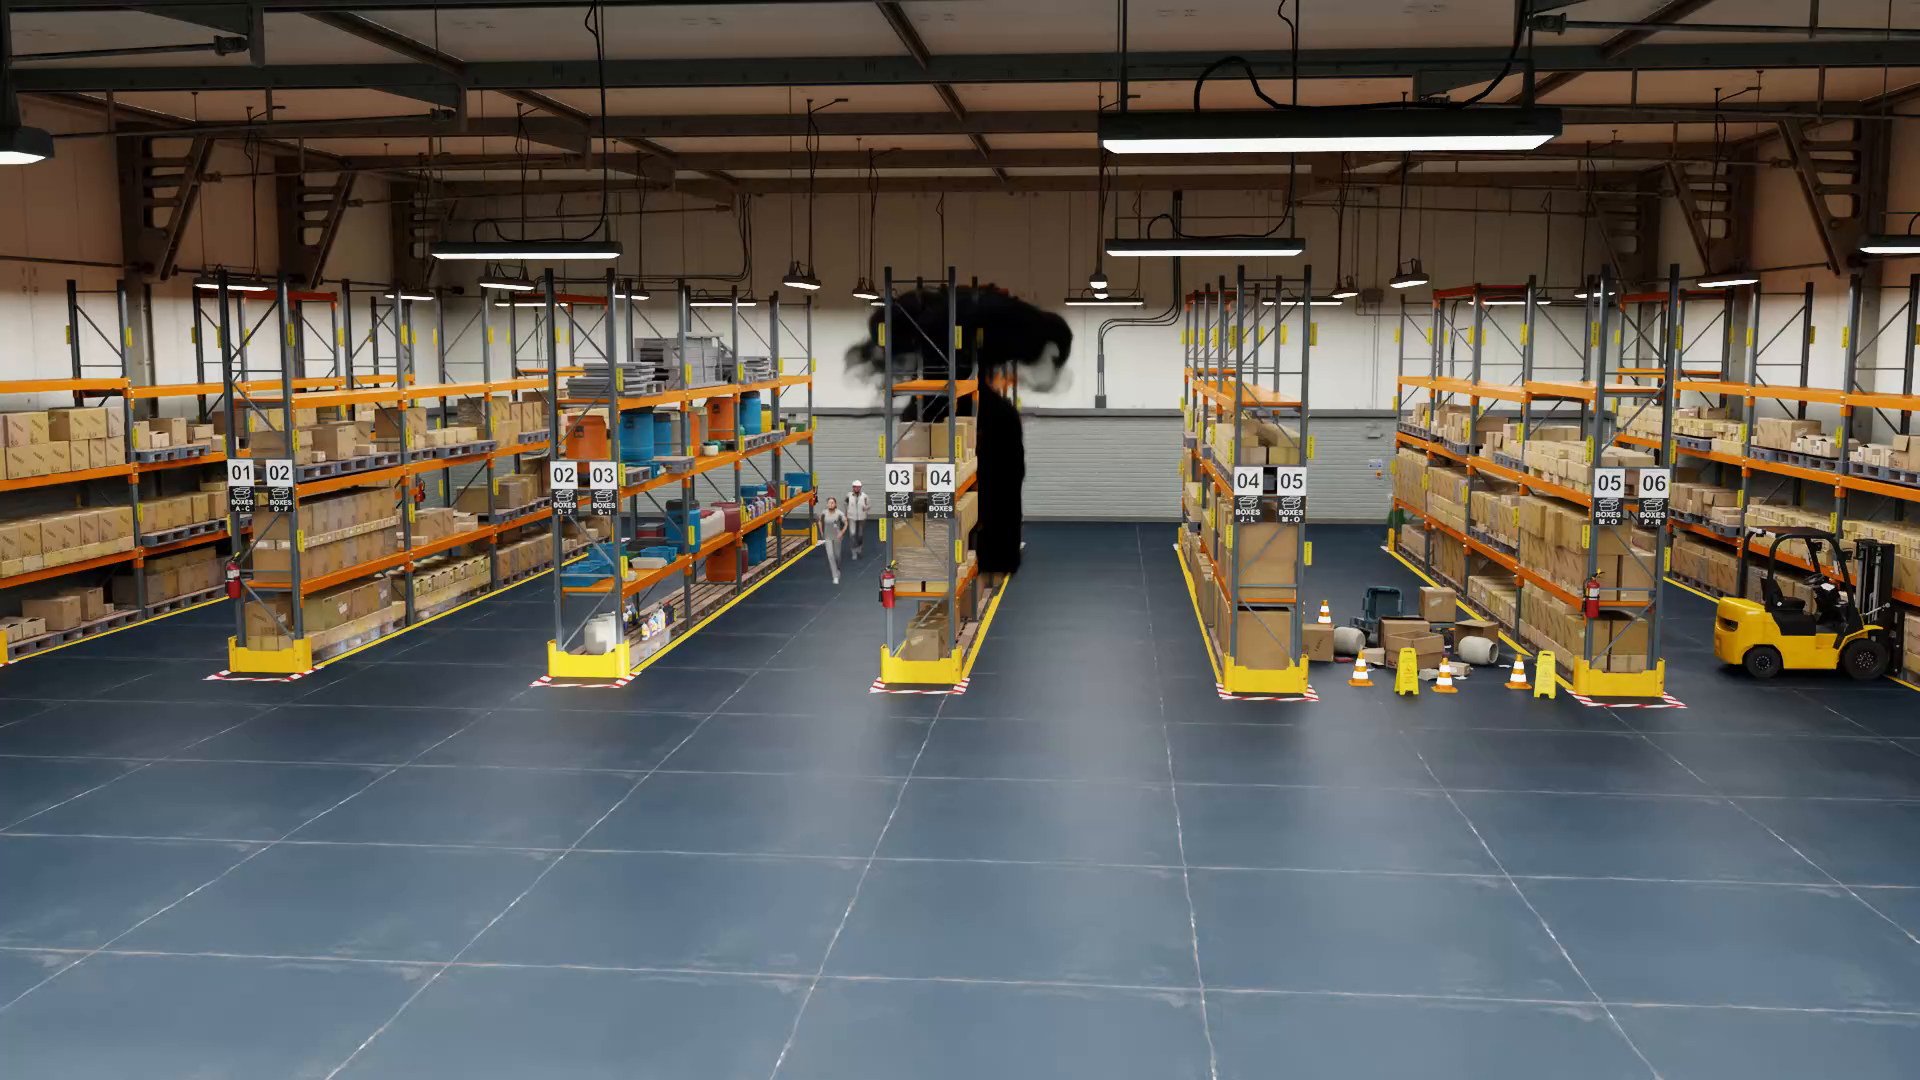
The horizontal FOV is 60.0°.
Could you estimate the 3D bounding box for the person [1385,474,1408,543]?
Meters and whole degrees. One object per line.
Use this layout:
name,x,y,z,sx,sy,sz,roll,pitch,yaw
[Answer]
person,10.697,-0.754,40.344,0.737,1.841,0.670,2,7,16

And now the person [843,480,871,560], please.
person,-2.342,-0.477,37.932,0.612,1.803,0.926,-1,7,-8

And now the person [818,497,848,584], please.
person,-2.472,-0.013,32.299,0.589,1.656,0.707,0,7,3
